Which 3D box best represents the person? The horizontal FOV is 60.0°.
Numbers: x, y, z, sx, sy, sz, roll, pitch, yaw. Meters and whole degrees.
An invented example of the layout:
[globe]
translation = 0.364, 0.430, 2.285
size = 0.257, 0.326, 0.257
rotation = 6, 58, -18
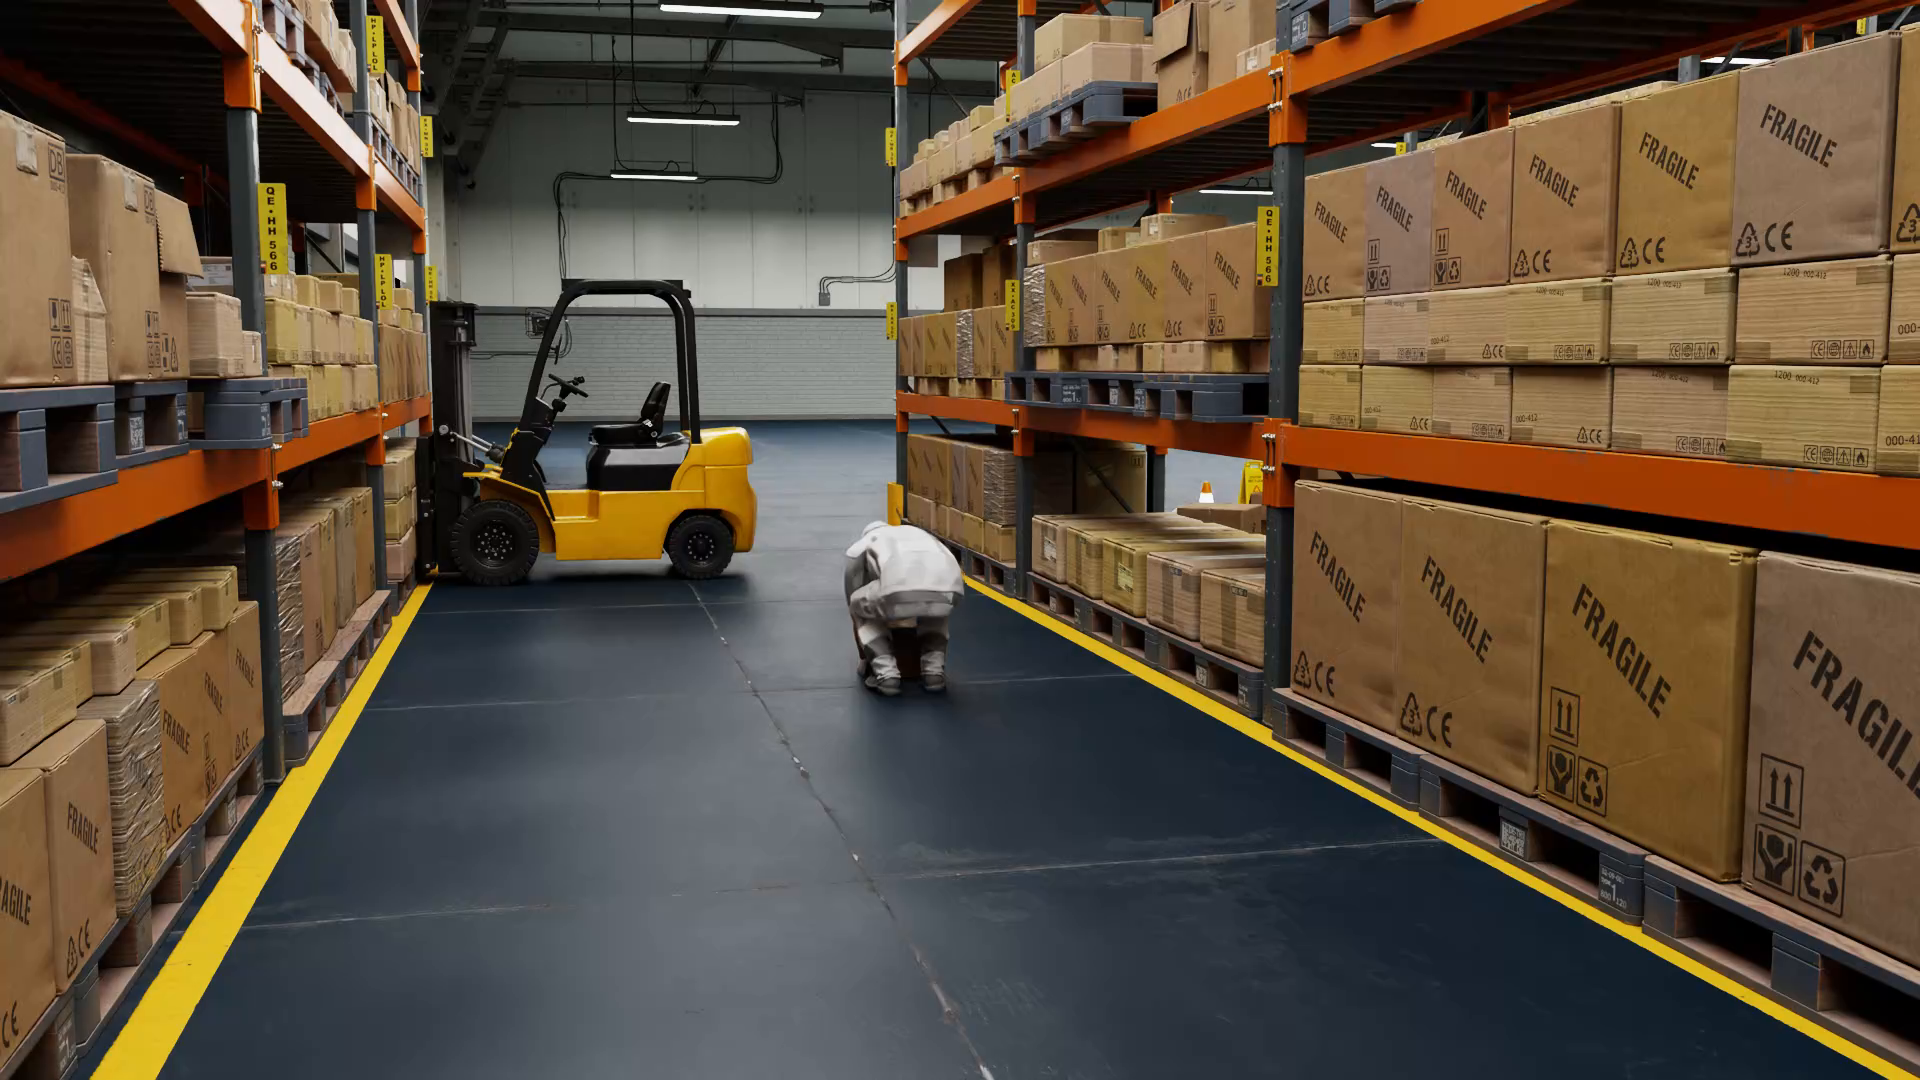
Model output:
[person]
translation = -0.284, 0.333, 8.093
size = 0.518, 0.797, 0.954
rotation = -2, 6, -15
